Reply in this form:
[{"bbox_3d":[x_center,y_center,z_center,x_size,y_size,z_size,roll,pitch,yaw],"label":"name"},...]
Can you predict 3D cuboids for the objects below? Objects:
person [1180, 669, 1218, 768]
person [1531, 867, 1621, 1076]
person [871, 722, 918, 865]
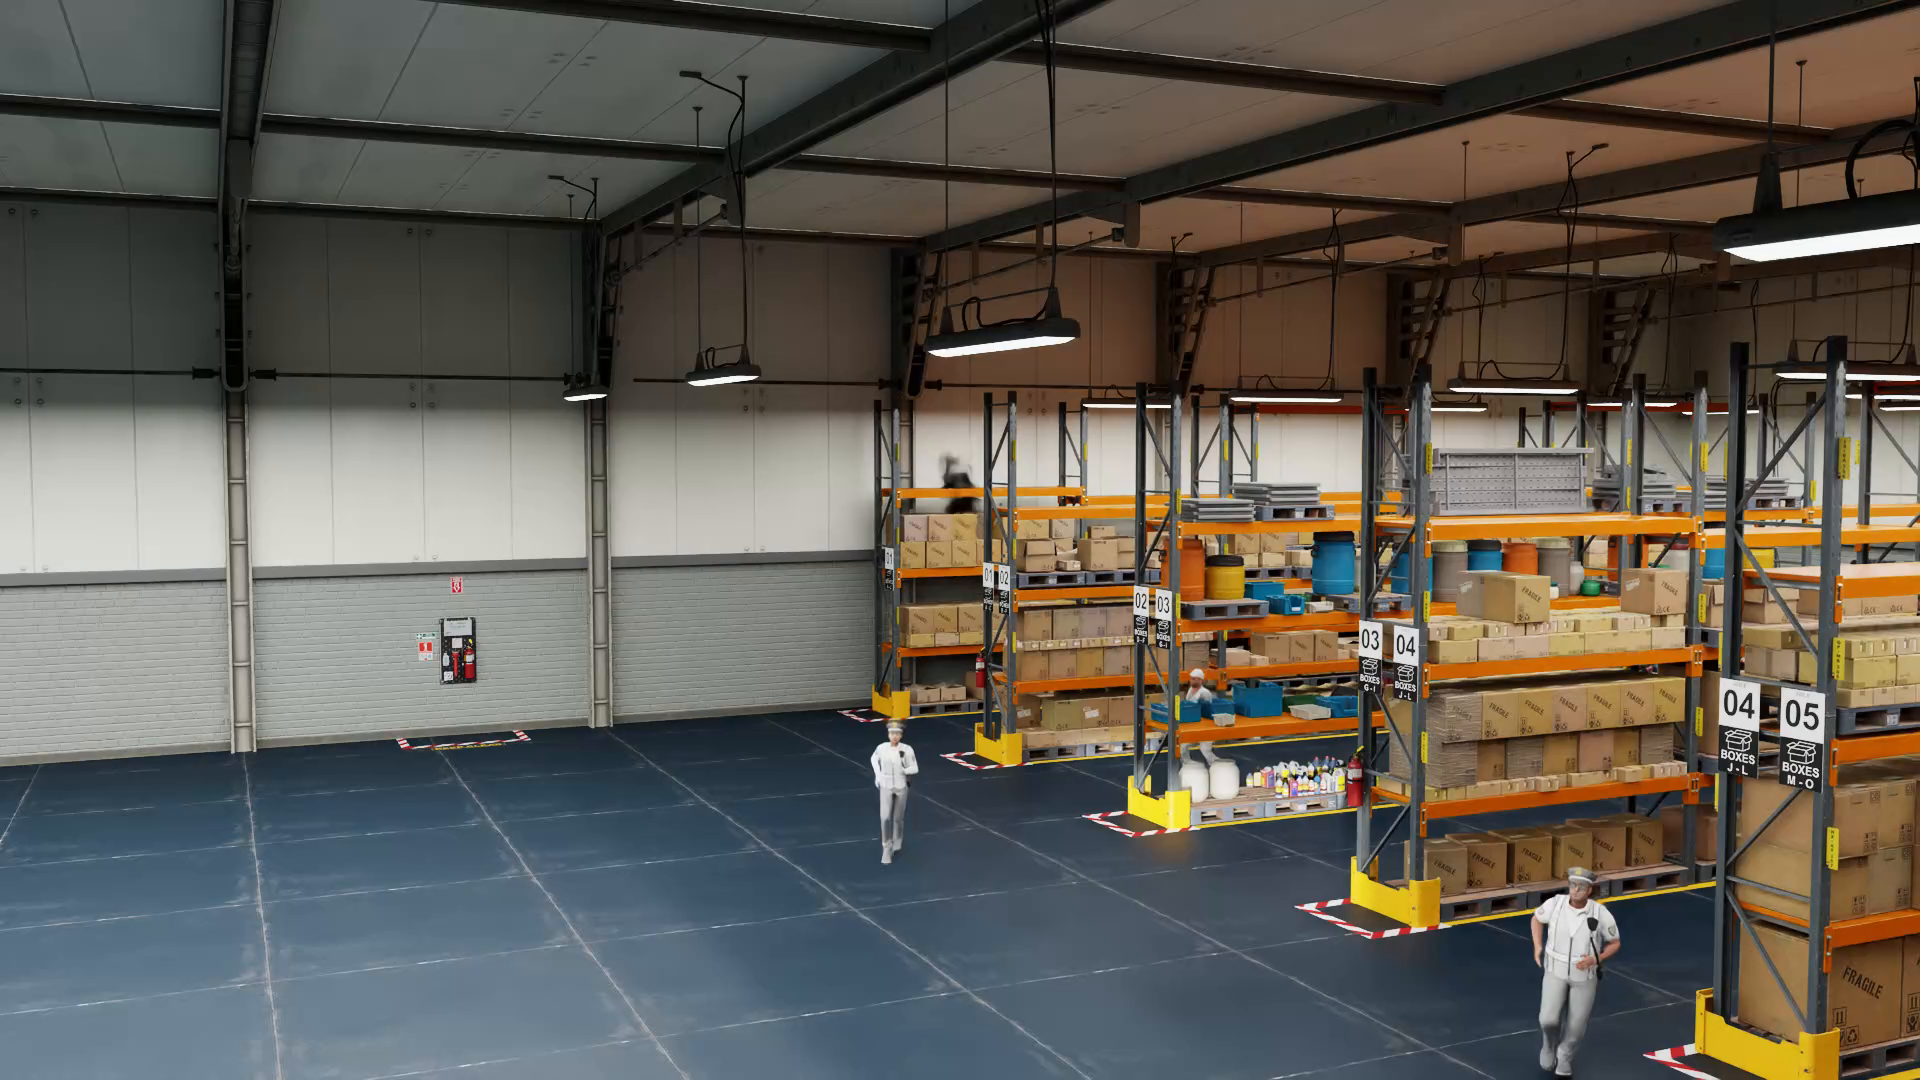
[{"bbox_3d":[3.536,2.827,24.713,0.876,1.844,0.643,-2,4,-35],"label":"person"},{"bbox_3d":[4.964,3.504,13.466,0.700,1.740,0.526,2,4,26],"label":"person"},{"bbox_3d":[-0.812,3.121,20.662,0.595,1.755,0.744,0,3,-1],"label":"person"}]
